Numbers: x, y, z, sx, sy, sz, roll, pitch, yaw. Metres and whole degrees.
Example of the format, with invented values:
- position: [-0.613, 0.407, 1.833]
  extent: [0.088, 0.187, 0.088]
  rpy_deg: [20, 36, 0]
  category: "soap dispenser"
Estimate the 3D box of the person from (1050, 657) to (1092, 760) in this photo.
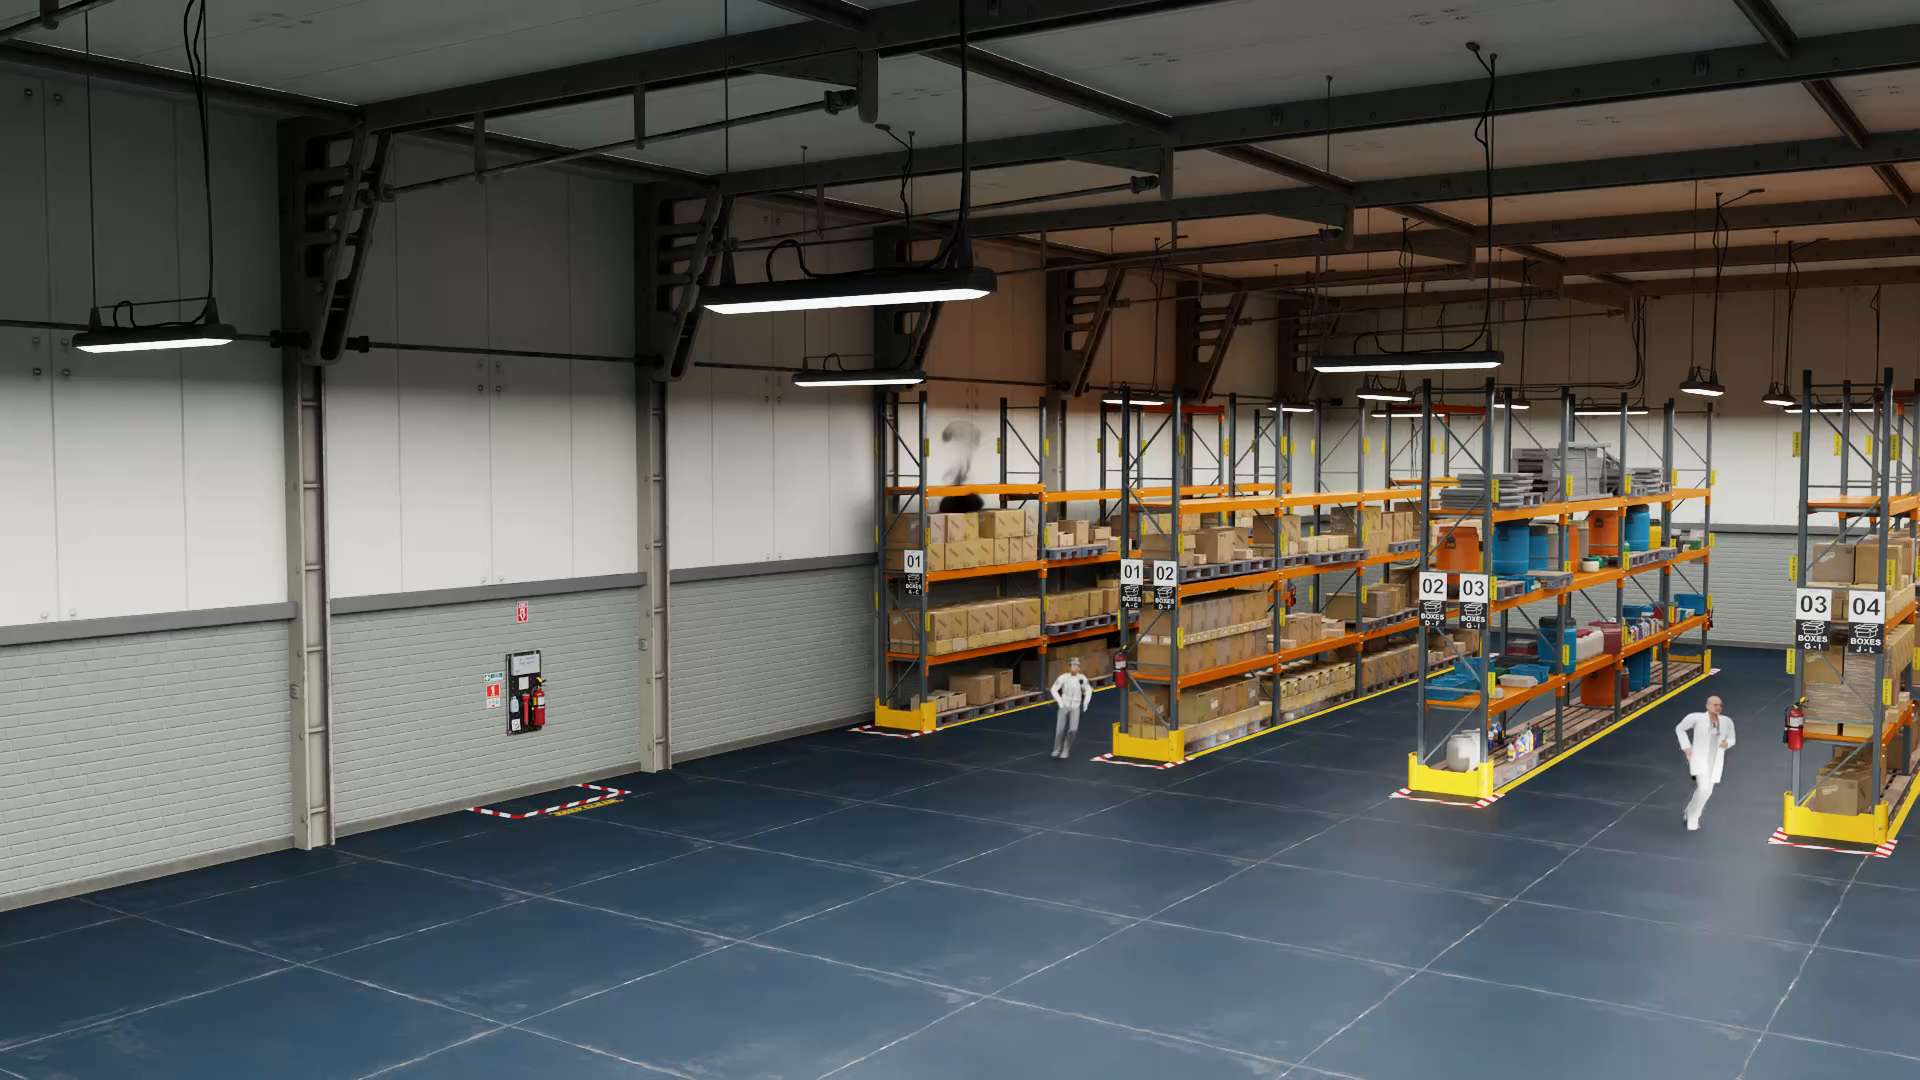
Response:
- position: [1.790, 2.697, 26.698]
  extent: [0.676, 1.655, 0.607]
  rpy_deg: [0, 3, 1]
  category: "person"

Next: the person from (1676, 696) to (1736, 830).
- position: [9.808, 2.951, 21.817]
  extent: [0.675, 1.791, 0.735]
  rpy_deg: [0, 3, -2]
  category: "person"
